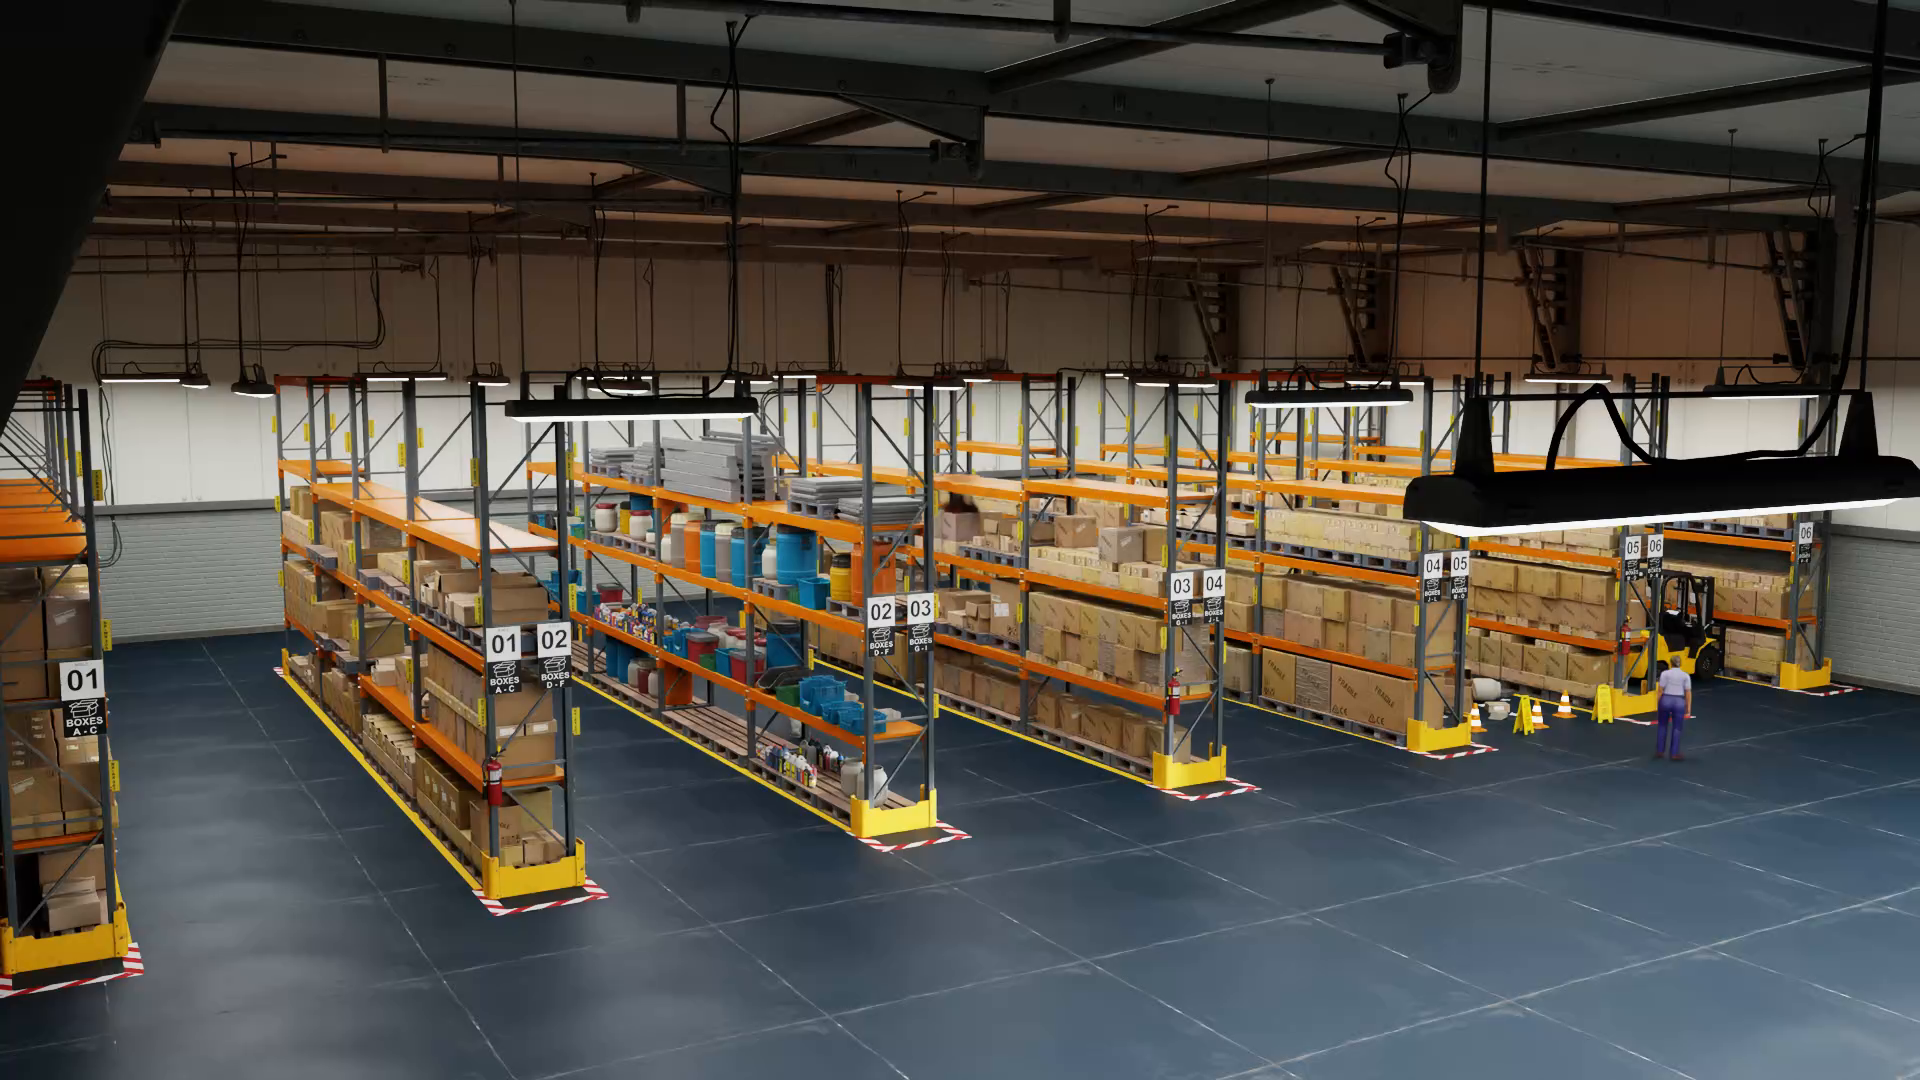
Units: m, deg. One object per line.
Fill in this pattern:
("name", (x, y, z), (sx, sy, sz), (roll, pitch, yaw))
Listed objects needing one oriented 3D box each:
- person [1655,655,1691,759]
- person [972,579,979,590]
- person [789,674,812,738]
("person", (11.295, 2.637, 26.317), (0.500, 1.664, 0.436), (3, 7, 27))
("person", (0.292, 0.680, 43.473), (0.519, 1.801, 0.498), (5, 8, 41))
("person", (-2.673, 2.422, 27.741), (0.685, 1.760, 0.612), (0, 6, -5))
